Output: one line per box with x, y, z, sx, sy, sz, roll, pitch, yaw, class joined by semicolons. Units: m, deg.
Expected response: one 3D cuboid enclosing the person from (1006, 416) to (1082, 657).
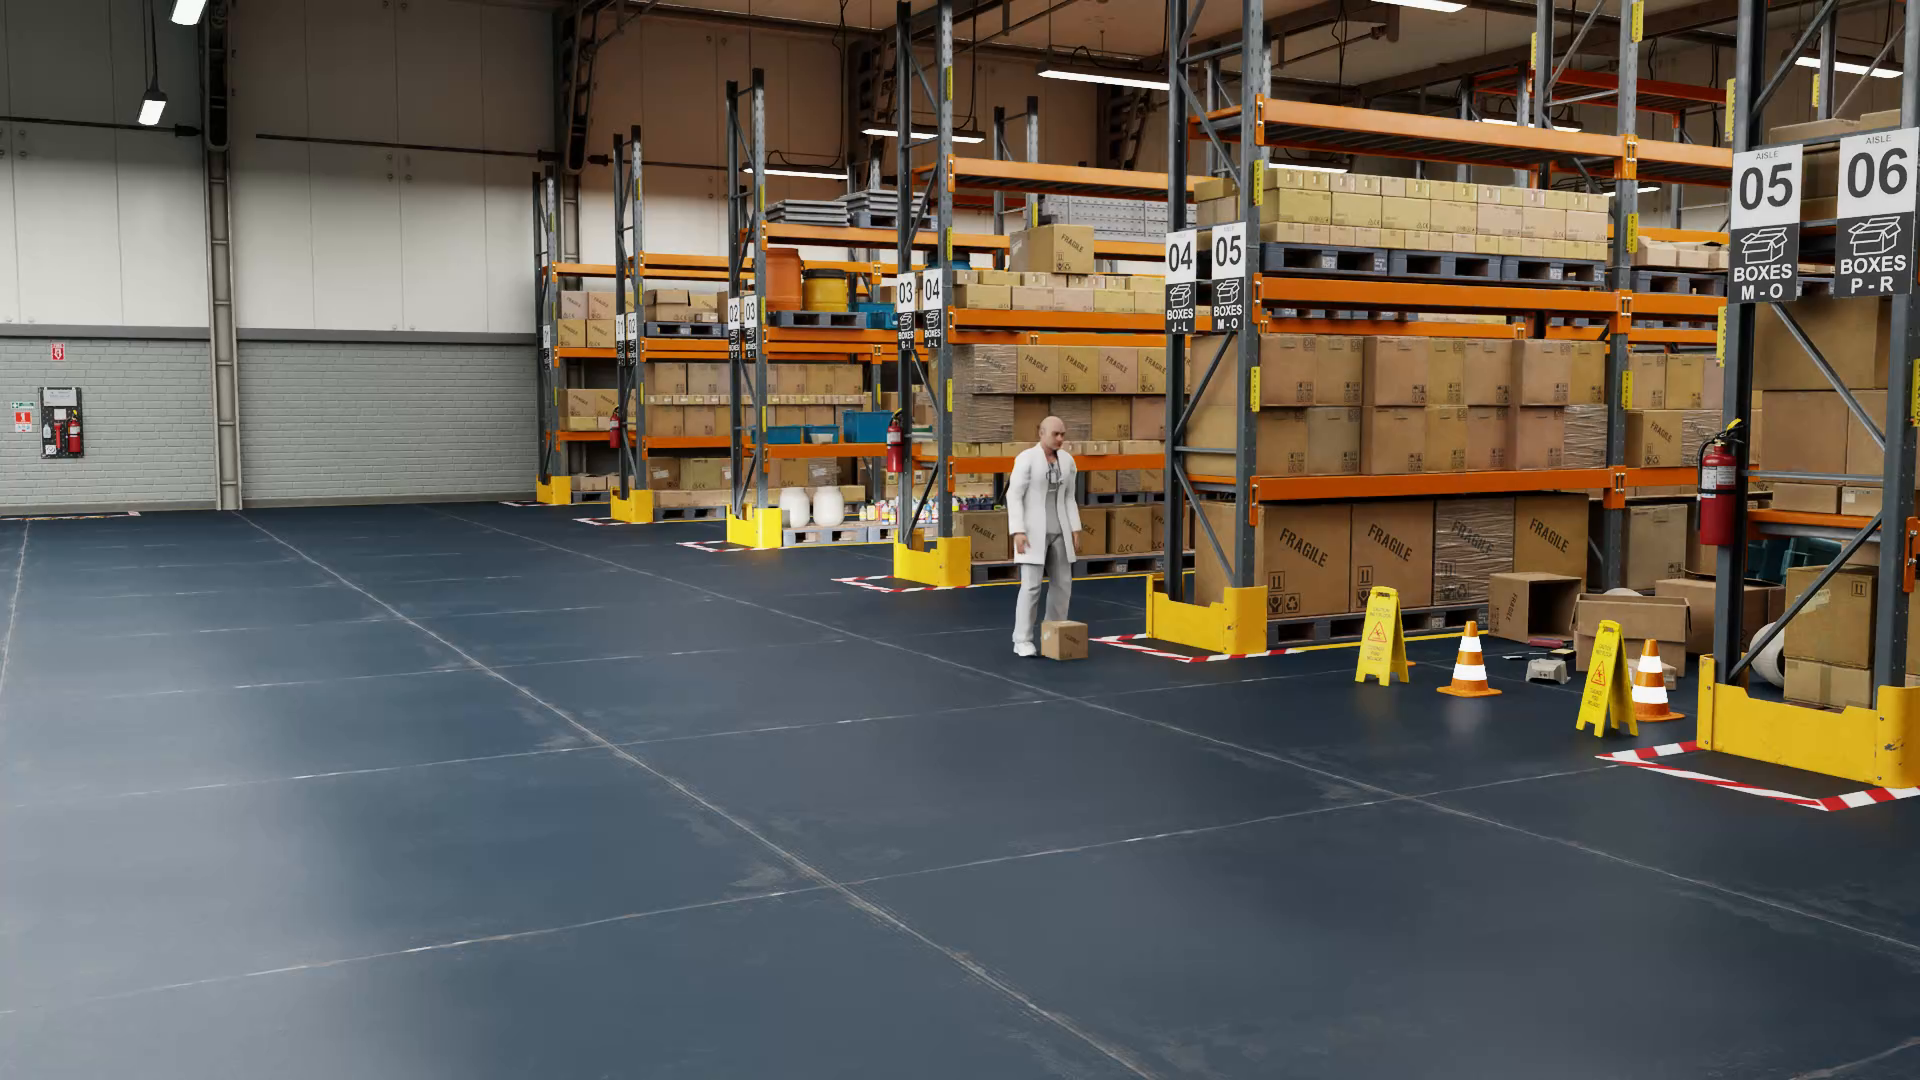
0.642;-0.037;12.416;0.631;1.773;0.427;-3;6;-31;person
